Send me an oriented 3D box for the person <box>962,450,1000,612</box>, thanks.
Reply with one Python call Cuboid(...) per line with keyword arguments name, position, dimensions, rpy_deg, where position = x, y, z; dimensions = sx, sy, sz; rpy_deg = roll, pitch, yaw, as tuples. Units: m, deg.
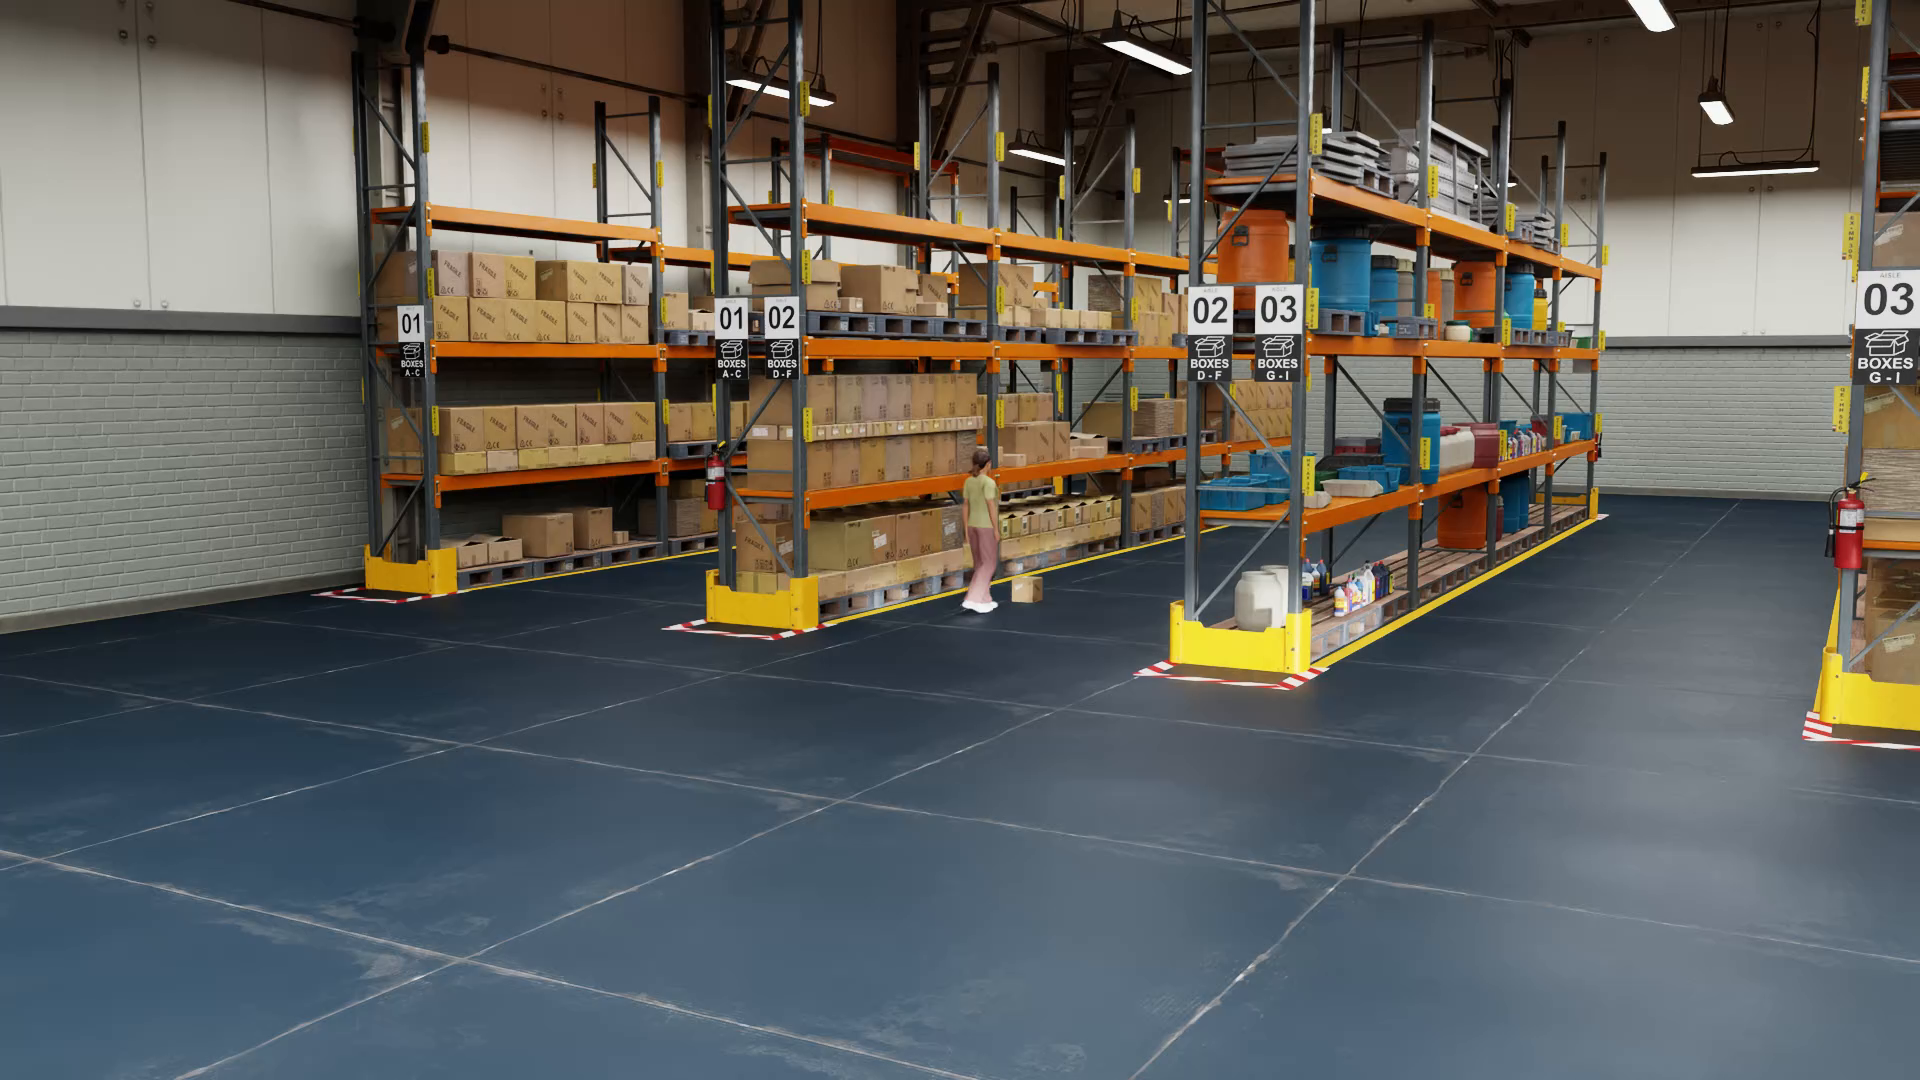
Cuboid(name="person", position=(0.223, -0.091, 17.175), dimensions=(0.591, 1.673, 0.484), rpy_deg=(-5, 8, -39))
